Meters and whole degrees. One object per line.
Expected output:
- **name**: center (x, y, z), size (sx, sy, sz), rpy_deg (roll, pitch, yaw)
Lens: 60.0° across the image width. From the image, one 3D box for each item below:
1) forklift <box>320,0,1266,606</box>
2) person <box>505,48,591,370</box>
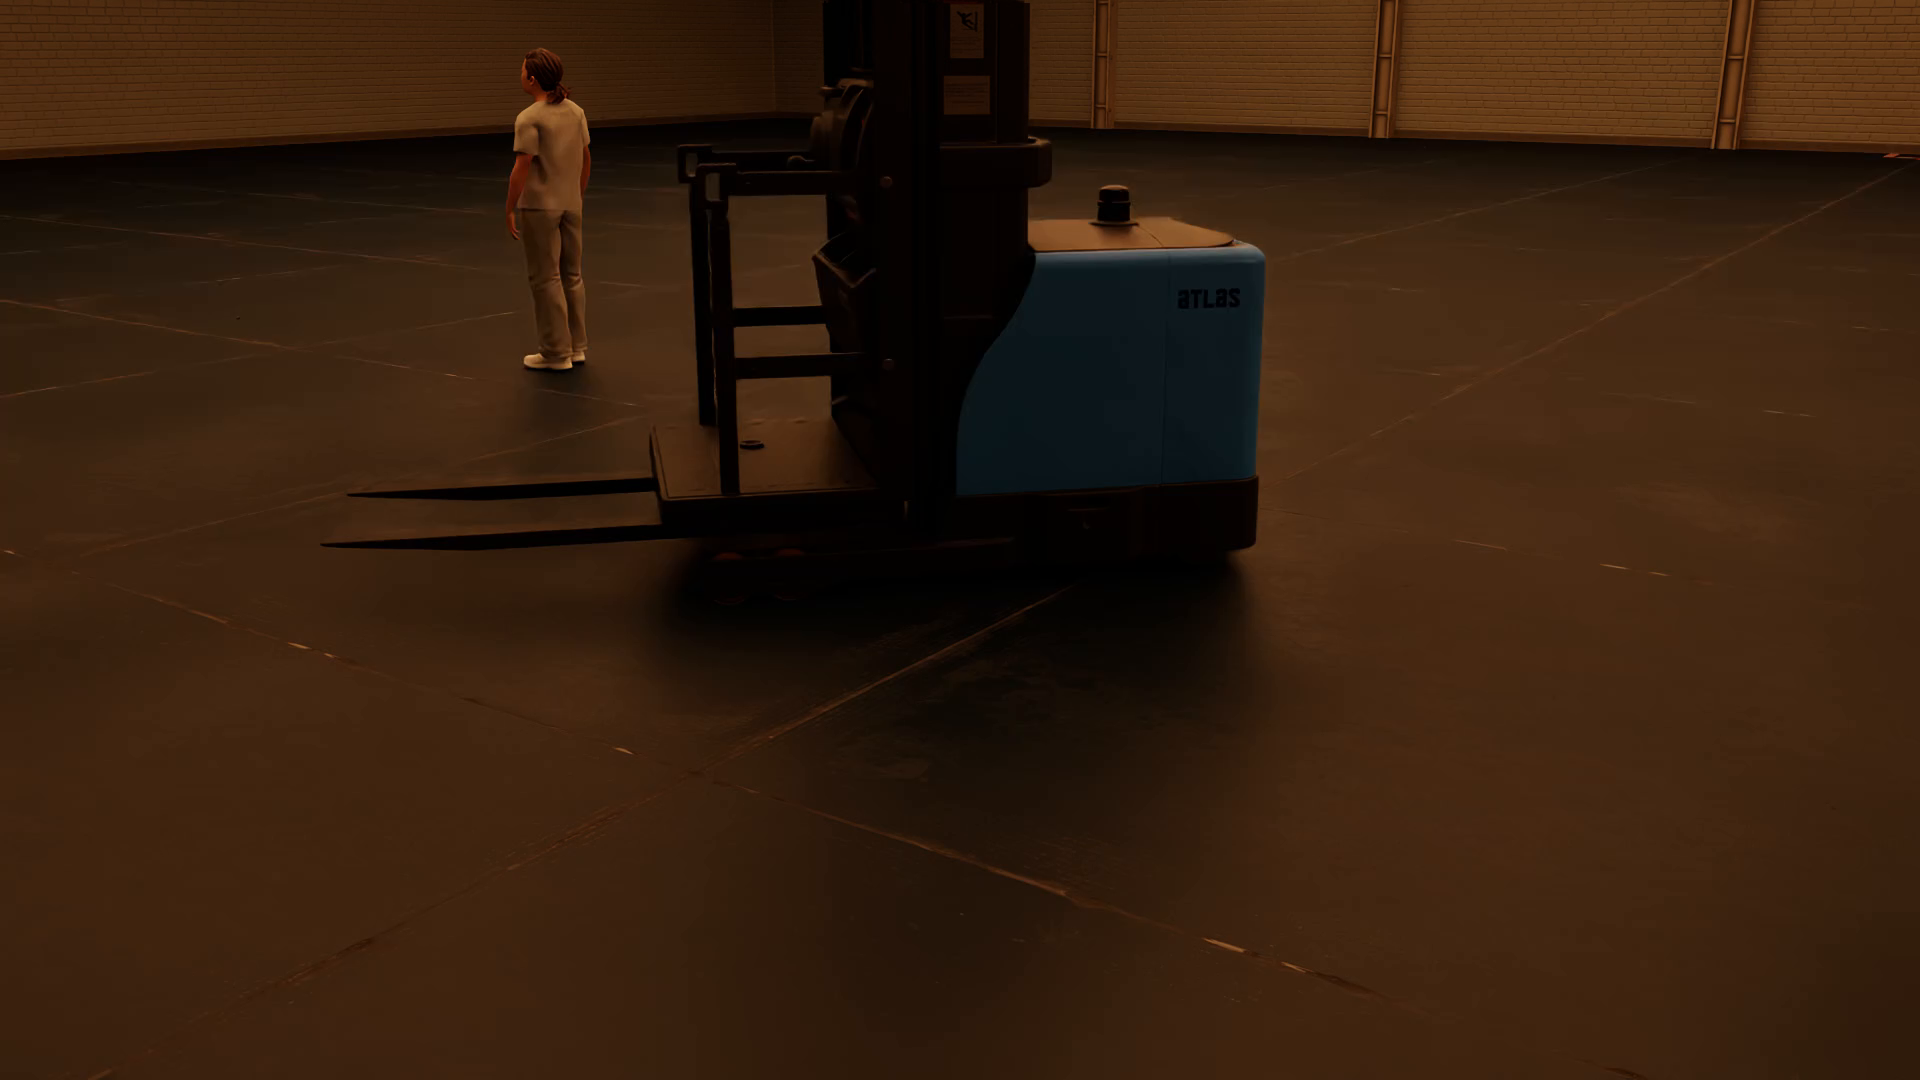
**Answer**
- **forklift**: center (-0.564, -1.362, 5.389), size (3.031, 2.935, 1.130), rpy_deg (-4, 17, -12)
- **person**: center (-2.215, -1.741, 8.828), size (0.546, 1.675, 0.545), rpy_deg (12, 20, 34)
